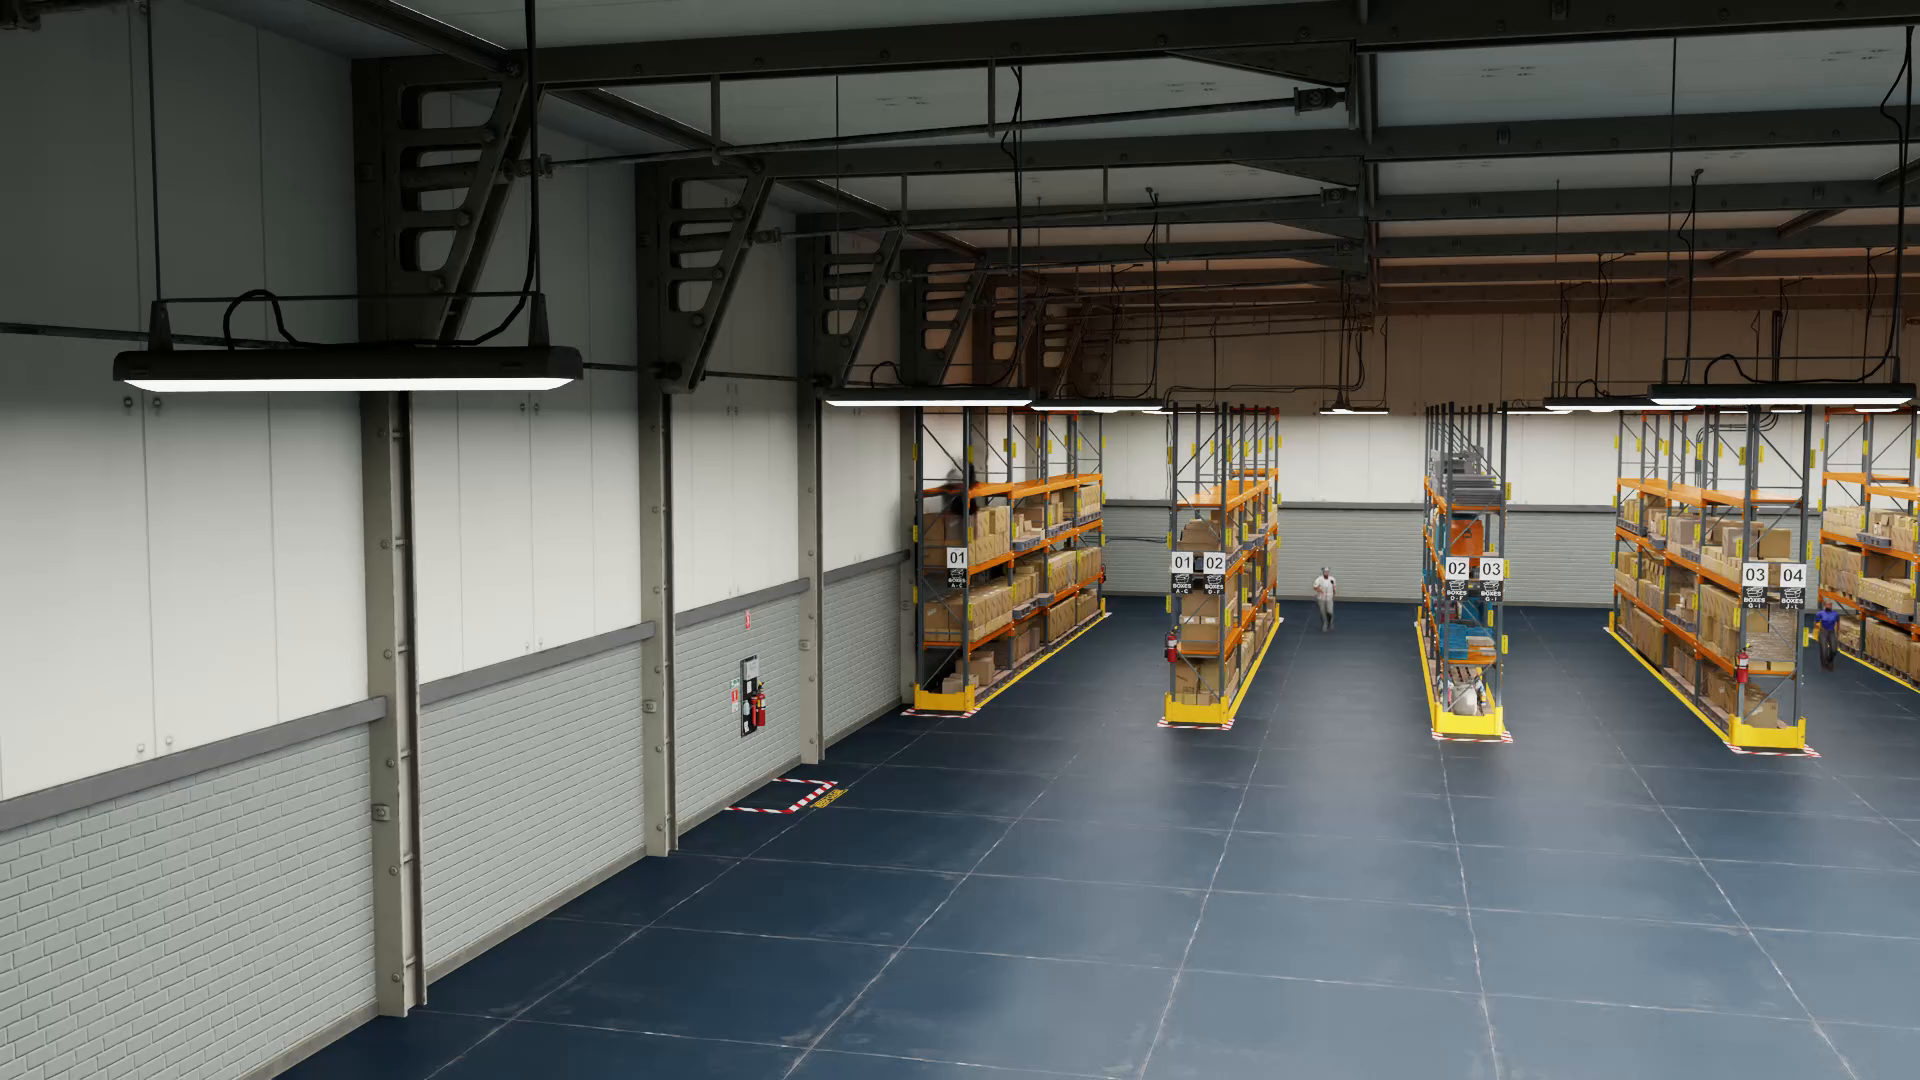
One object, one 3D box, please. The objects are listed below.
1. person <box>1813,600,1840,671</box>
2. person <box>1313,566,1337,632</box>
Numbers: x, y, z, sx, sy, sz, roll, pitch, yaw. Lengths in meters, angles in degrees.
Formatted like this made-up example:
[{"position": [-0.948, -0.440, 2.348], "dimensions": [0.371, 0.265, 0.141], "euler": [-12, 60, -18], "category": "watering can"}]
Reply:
[{"position": [19.472, 2.150, 37.324], "dimensions": [0.587, 1.618, 0.568], "euler": [1, 4, 16], "category": "person"}, {"position": [9.733, 1.578, 44.279], "dimensions": [0.634, 1.771, 0.656], "euler": [0, 4, 5], "category": "person"}]
